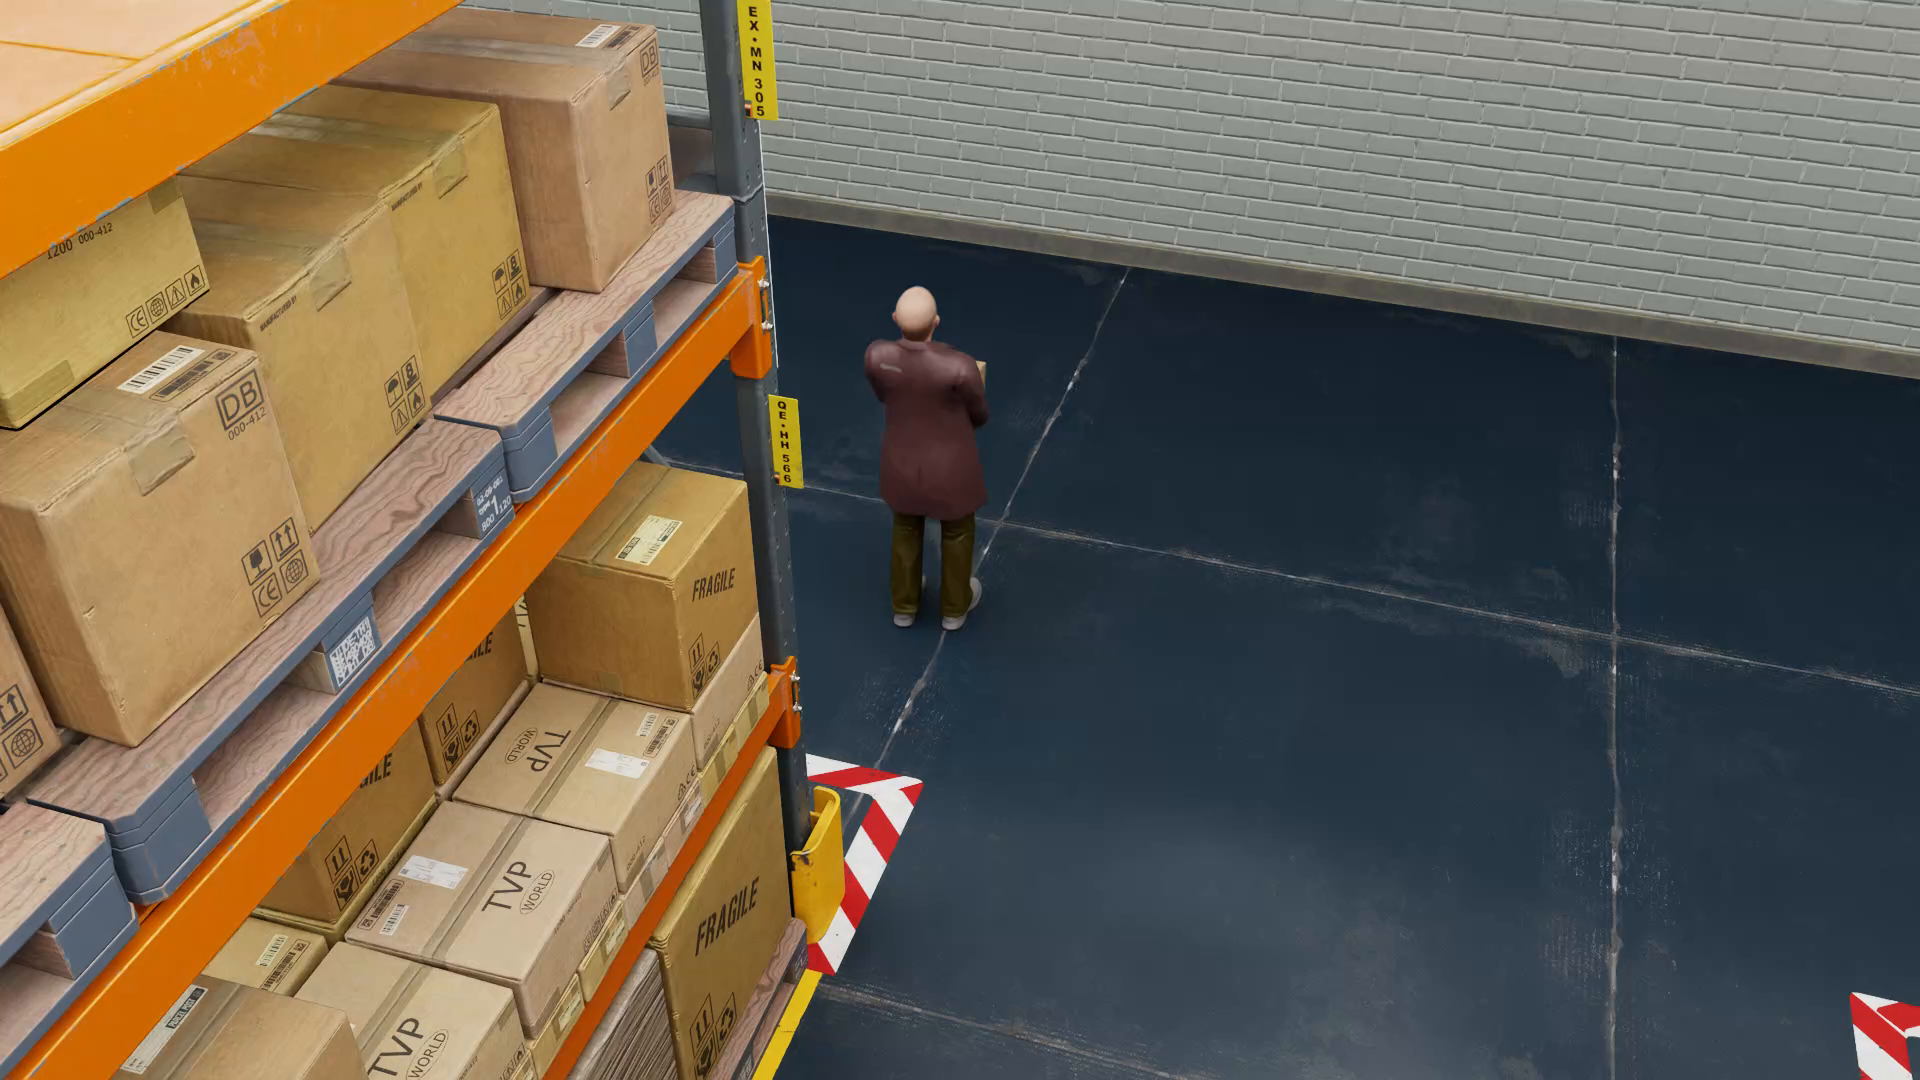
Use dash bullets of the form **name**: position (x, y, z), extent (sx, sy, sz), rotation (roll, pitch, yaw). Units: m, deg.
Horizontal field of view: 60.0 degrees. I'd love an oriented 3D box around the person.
- **person**: position (-0.111, -0.411, 7.464), extent (0.527, 1.769, 0.563), rotation (11, 38, 14)
